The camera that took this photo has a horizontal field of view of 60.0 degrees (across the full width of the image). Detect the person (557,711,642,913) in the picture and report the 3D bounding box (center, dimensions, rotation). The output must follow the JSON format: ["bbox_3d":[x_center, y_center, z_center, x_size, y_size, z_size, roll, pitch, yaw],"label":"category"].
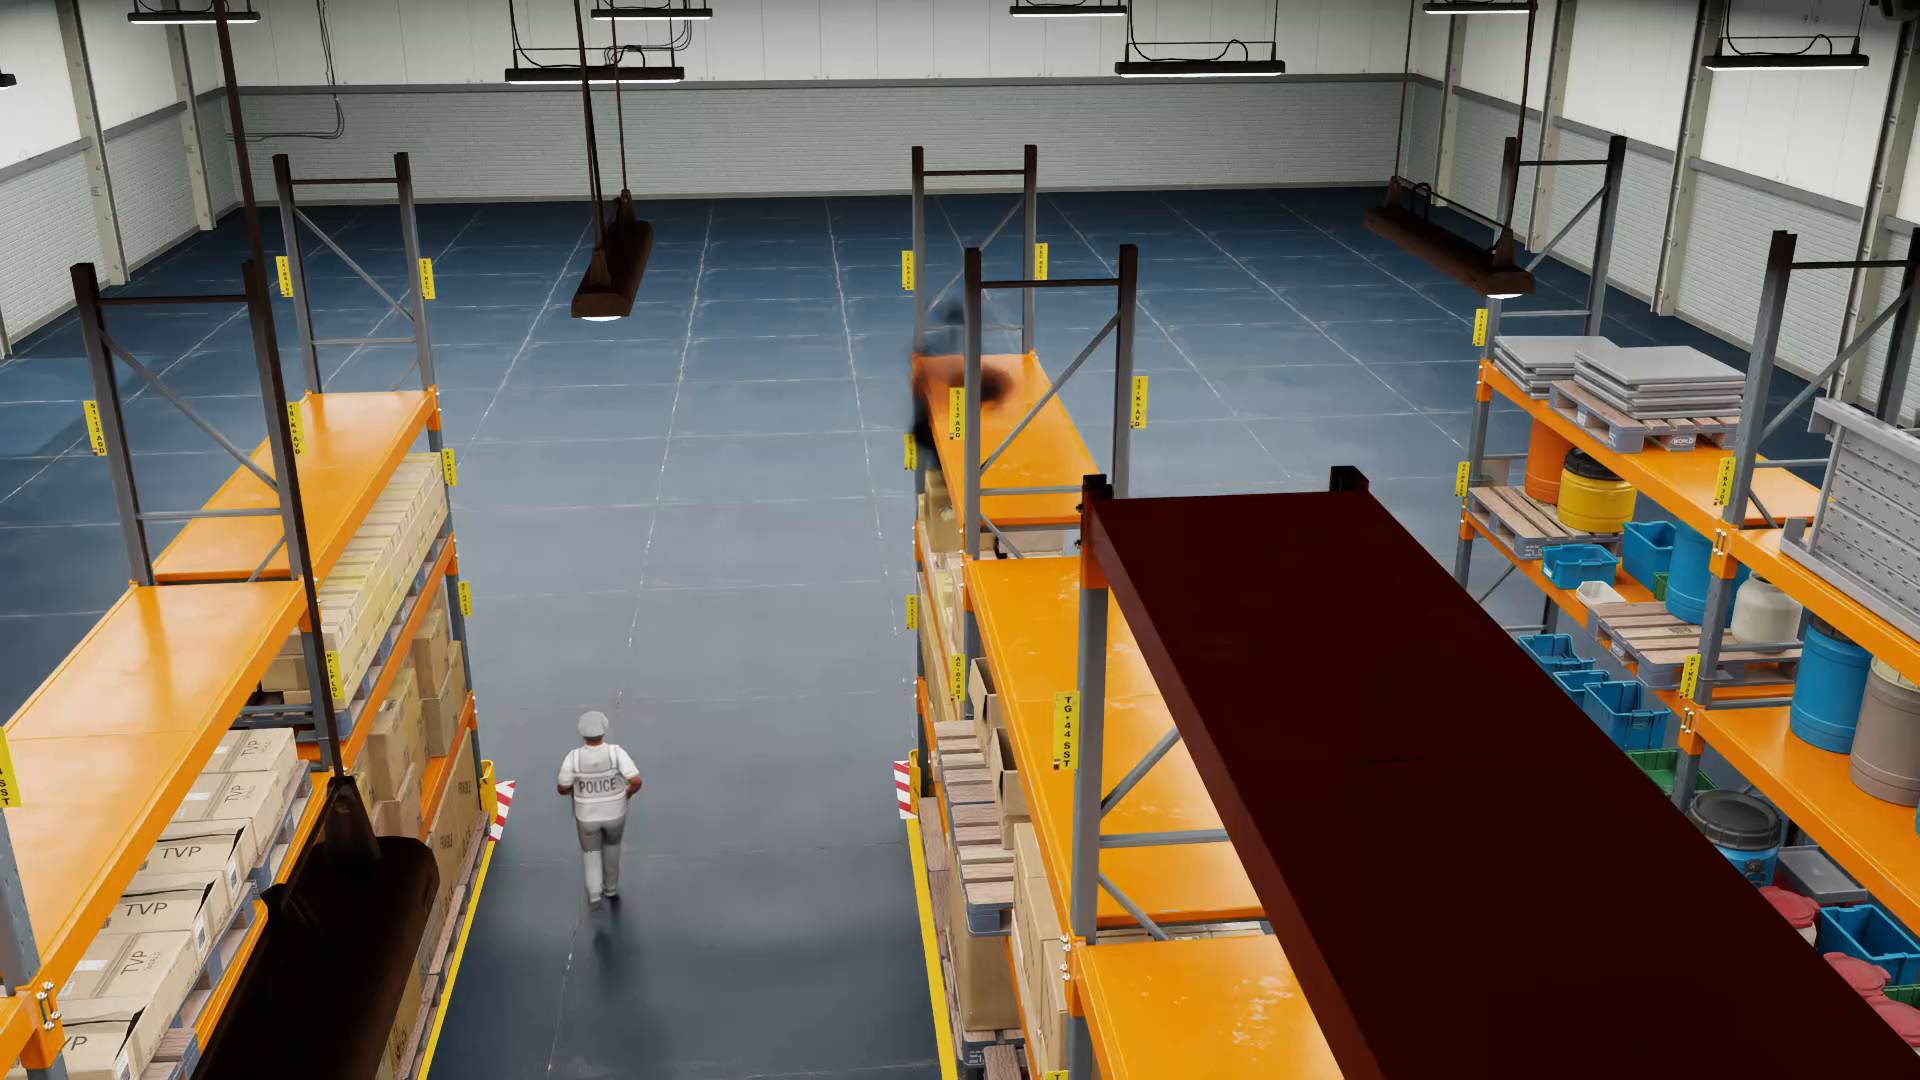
[{"bbox_3d":[-2.932,2.233,13.618,0.671,1.775,0.774,-5,22,-13],"label":"person"}]
